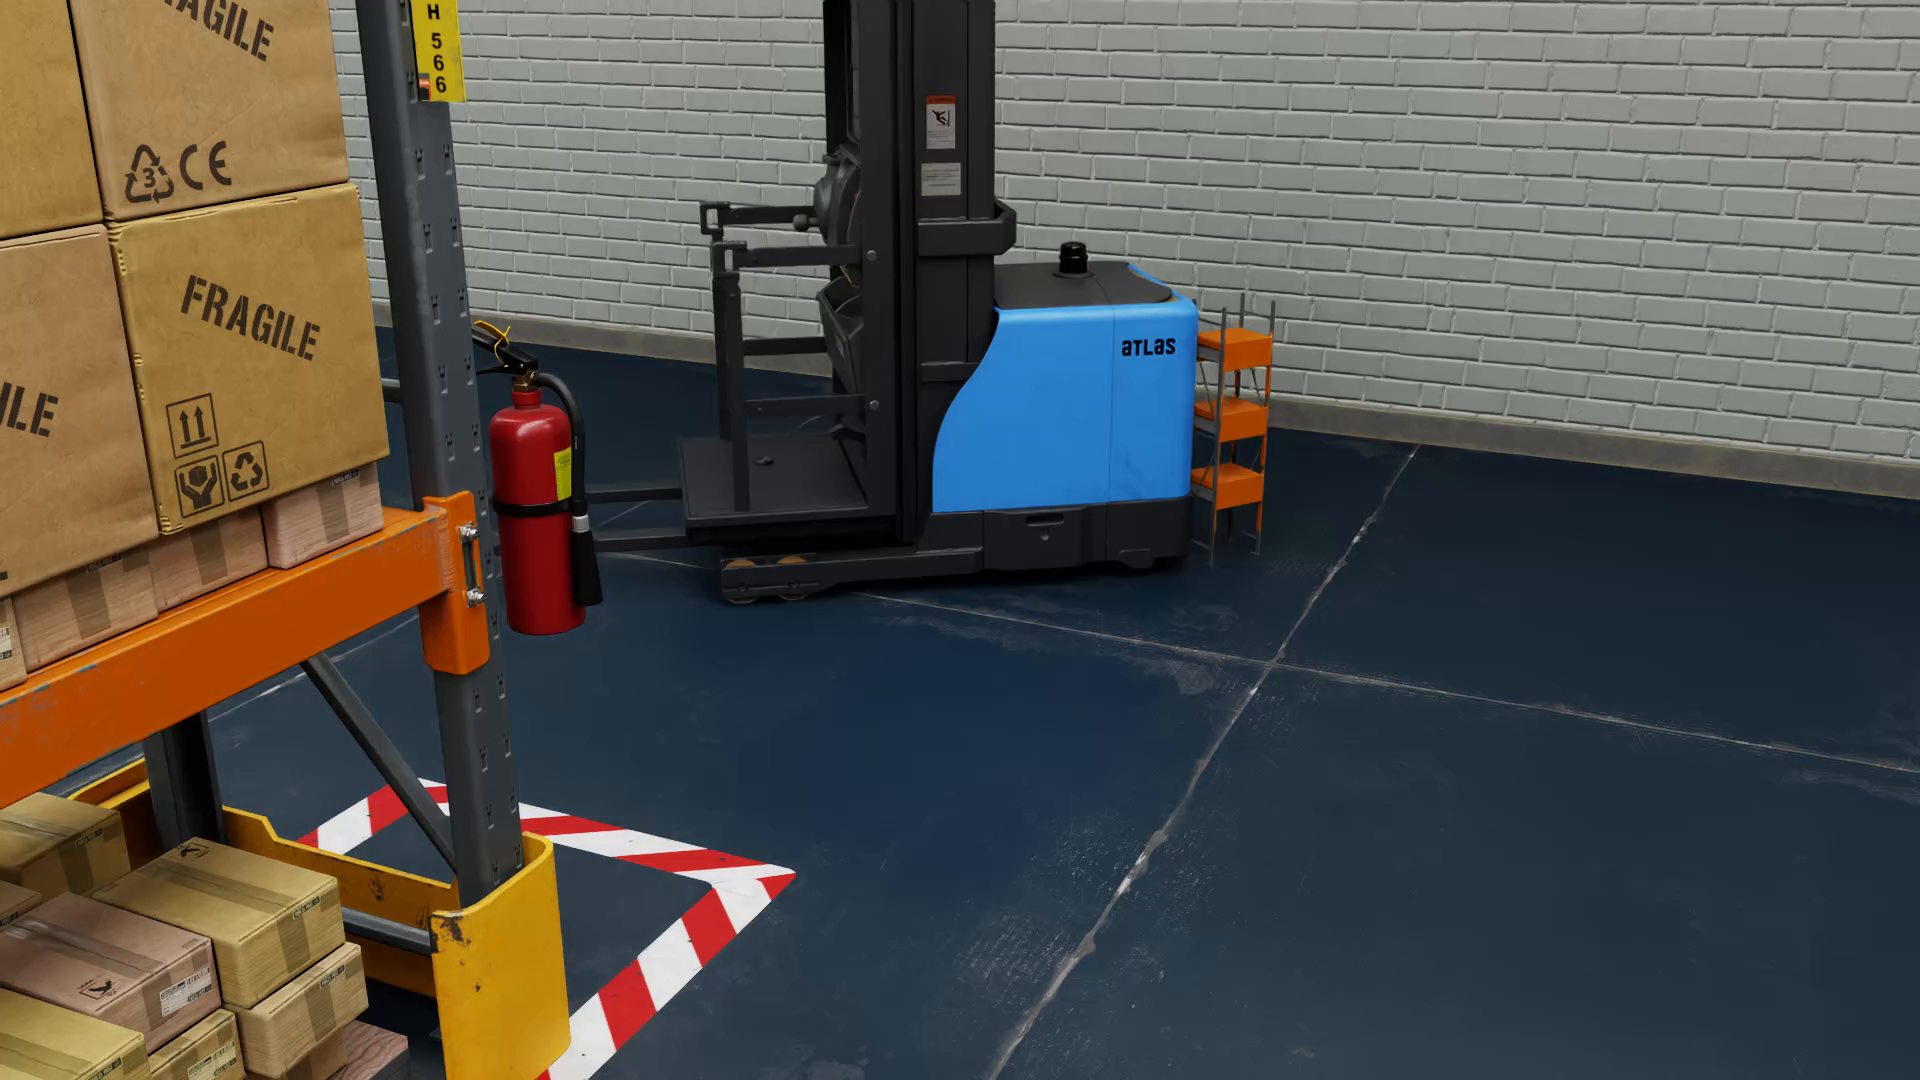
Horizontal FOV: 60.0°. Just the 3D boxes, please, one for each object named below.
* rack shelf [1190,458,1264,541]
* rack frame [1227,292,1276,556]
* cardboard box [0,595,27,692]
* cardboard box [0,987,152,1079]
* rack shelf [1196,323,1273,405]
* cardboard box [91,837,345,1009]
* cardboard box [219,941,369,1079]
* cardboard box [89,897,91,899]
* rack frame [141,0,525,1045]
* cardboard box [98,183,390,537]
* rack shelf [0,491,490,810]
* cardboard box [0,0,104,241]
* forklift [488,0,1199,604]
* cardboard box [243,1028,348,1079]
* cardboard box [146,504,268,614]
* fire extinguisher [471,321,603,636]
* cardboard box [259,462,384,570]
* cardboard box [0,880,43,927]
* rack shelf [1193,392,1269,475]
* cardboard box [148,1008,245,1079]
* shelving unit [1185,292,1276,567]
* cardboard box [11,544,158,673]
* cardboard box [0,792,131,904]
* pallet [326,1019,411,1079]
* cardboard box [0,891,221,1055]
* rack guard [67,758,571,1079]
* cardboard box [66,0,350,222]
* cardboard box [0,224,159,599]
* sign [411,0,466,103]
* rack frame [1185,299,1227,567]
[{"bbox_3d":[1.064,-0.166,6.730,0.240,0.259,0.215,-11,22,-29],"label":"rack shelf"},{"bbox_3d":[1.169,-0.459,6.692,0.008,1.050,0.200,-11,22,-29],"label":"rack frame"},{"bbox_3d":[-1.617,0.153,2.438,0.380,0.149,0.250,9,22,24],"label":"cardboard box"},{"bbox_3d":[-1.564,0.892,2.723,0.380,0.149,0.250,8,21,21],"label":"cardboard box"},{"bbox_3d":[1.064,-0.695,6.542,0.240,0.259,0.215,-11,22,-29],"label":"rack shelf"},{"bbox_3d":[-1.418,0.727,3.189,0.380,0.149,0.250,9,21,23],"label":"cardboard box"},{"bbox_3d":[-1.389,0.871,3.228,0.380,0.149,0.250,8,21,21],"label":"cardboard box"},{"bbox_3d":[-1.882,0.795,3.440,0.380,0.149,0.250,10,22,25],"label":"cardboard box"},{"bbox_3d":[-1.433,-0.335,3.434,1.000,3.000,0.127,9,21,23],"label":"rack frame"},{"bbox_3d":[-1.382,-0.350,2.882,0.500,0.500,0.500,9,21,24],"label":"cardboard box"},{"bbox_3d":[-2.252,0.615,1.835,1.077,0.370,4.000,9,21,23],"label":"rack shelf"},{"bbox_3d":[-1.601,-0.664,2.275,0.500,0.500,0.500,8,21,21],"label":"cardboard box"},{"bbox_3d":[-0.645,-1.330,6.333,3.031,2.935,1.130,-4,20,-10],"label":"forklift"},{"bbox_3d":[-1.458,1.000,3.308,0.380,0.149,0.250,9,21,24],"label":"cardboard box"},{"bbox_3d":[-1.445,-0.007,2.888,0.380,0.149,0.250,9,21,23],"label":"cardboard box"},{"bbox_3d":[-0.909,-0.136,3.548,0.296,0.674,0.183,9,21,23],"label":"fire extinguisher"},{"bbox_3d":[-1.308,-0.078,3.087,0.380,0.149,0.250,9,21,23],"label":"cardboard box"},{"bbox_3d":[-1.960,0.744,3.139,0.380,0.149,0.250,9,21,24],"label":"cardboard box"},{"bbox_3d":[1.064,-0.428,6.637,0.240,0.259,0.215,-11,22,-29],"label":"rack shelf"},{"bbox_3d":[-1.545,0.943,3.024,0.380,0.149,0.250,8,21,21],"label":"cardboard box"},{"bbox_3d":[1.064,-0.438,6.633,0.252,1.050,0.215,-11,22,-29],"label":"shelving unit"},{"bbox_3d":[-1.533,0.071,2.666,0.380,0.149,0.250,8,21,22],"label":"cardboard box"},{"bbox_3d":[-1.957,0.644,3.422,0.380,0.149,0.250,8,21,20],"label":"cardboard box"},{"bbox_3d":[-1.829,1.246,3.151,1.003,0.211,1.213,9,21,23],"label":"pallet"},{"bbox_3d":[-1.574,0.796,2.995,0.380,0.149,0.250,9,21,24],"label":"cardboard box"},{"bbox_3d":[-1.464,0.866,3.788,1.175,0.500,0.348,9,21,23],"label":"rack guard"},{"bbox_3d":[-1.393,-0.819,2.711,0.500,0.500,0.500,8,21,22],"label":"cardboard box"},{"bbox_3d":[-1.598,-0.193,2.441,0.500,0.500,0.500,8,21,22],"label":"cardboard box"},{"bbox_3d":[-0.935,-0.947,2.956,0.100,0.325,0.005,9,21,23],"label":"sign"},{"bbox_3d":[0.959,-0.417,6.575,0.008,1.050,0.200,-11,22,-29],"label":"rack frame"}]
